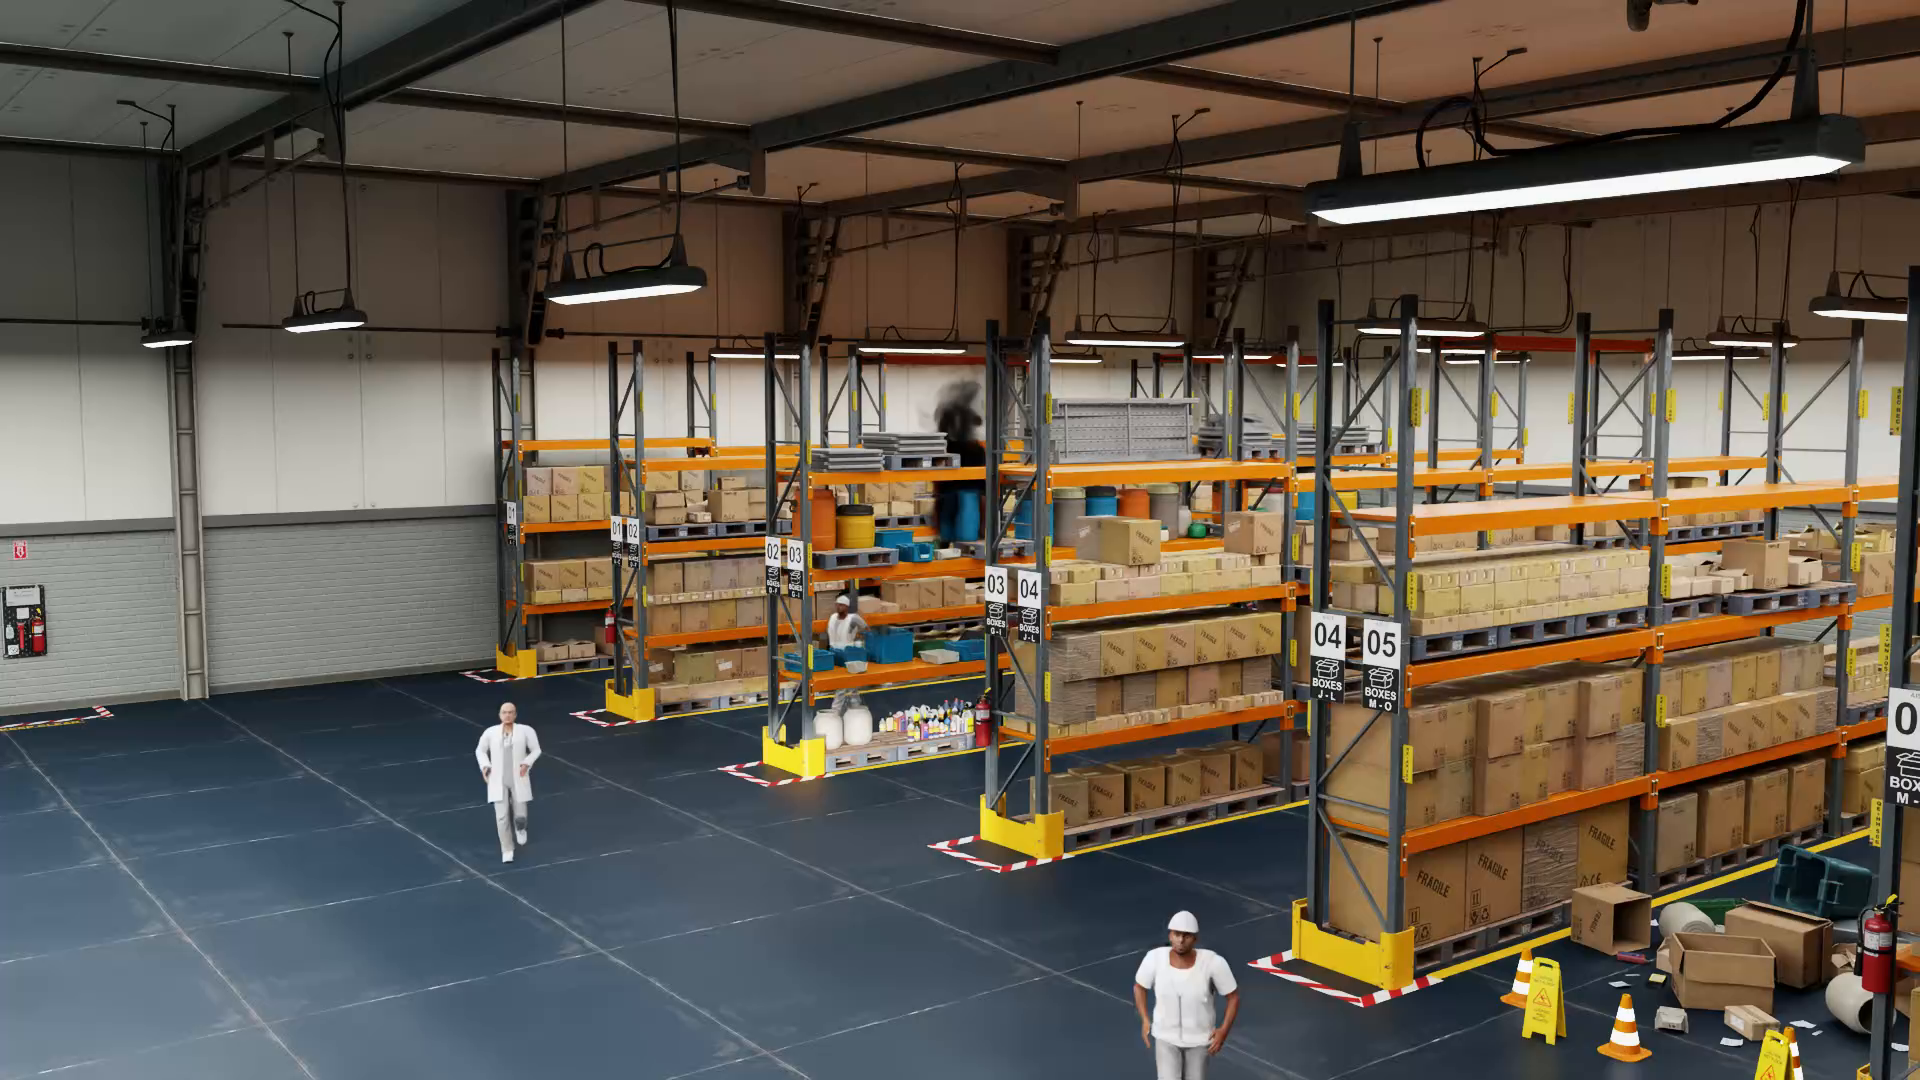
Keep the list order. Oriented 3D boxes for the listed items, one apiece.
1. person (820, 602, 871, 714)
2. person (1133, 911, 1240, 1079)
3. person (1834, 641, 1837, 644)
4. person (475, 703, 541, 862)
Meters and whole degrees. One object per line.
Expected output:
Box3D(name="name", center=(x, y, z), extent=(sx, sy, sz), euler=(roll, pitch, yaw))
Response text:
Box3D(name="person", center=(-1.787, 1.775, 25.167), extent=(0.682, 1.789, 0.907), euler=(4, 6, 39))
Box3D(name="person", center=(1.516, 3.328, 11.201), extent=(0.719, 1.735, 0.739), euler=(1, 5, 14))
Box3D(name="person", center=(12.697, 2.224, 23.983), extent=(0.491, 1.556, 0.593), euler=(-3, 6, -31))
Box3D(name="person", center=(-5.034, 2.672, 18.540), extent=(0.712, 1.729, 0.754), euler=(-1, 5, -12))
